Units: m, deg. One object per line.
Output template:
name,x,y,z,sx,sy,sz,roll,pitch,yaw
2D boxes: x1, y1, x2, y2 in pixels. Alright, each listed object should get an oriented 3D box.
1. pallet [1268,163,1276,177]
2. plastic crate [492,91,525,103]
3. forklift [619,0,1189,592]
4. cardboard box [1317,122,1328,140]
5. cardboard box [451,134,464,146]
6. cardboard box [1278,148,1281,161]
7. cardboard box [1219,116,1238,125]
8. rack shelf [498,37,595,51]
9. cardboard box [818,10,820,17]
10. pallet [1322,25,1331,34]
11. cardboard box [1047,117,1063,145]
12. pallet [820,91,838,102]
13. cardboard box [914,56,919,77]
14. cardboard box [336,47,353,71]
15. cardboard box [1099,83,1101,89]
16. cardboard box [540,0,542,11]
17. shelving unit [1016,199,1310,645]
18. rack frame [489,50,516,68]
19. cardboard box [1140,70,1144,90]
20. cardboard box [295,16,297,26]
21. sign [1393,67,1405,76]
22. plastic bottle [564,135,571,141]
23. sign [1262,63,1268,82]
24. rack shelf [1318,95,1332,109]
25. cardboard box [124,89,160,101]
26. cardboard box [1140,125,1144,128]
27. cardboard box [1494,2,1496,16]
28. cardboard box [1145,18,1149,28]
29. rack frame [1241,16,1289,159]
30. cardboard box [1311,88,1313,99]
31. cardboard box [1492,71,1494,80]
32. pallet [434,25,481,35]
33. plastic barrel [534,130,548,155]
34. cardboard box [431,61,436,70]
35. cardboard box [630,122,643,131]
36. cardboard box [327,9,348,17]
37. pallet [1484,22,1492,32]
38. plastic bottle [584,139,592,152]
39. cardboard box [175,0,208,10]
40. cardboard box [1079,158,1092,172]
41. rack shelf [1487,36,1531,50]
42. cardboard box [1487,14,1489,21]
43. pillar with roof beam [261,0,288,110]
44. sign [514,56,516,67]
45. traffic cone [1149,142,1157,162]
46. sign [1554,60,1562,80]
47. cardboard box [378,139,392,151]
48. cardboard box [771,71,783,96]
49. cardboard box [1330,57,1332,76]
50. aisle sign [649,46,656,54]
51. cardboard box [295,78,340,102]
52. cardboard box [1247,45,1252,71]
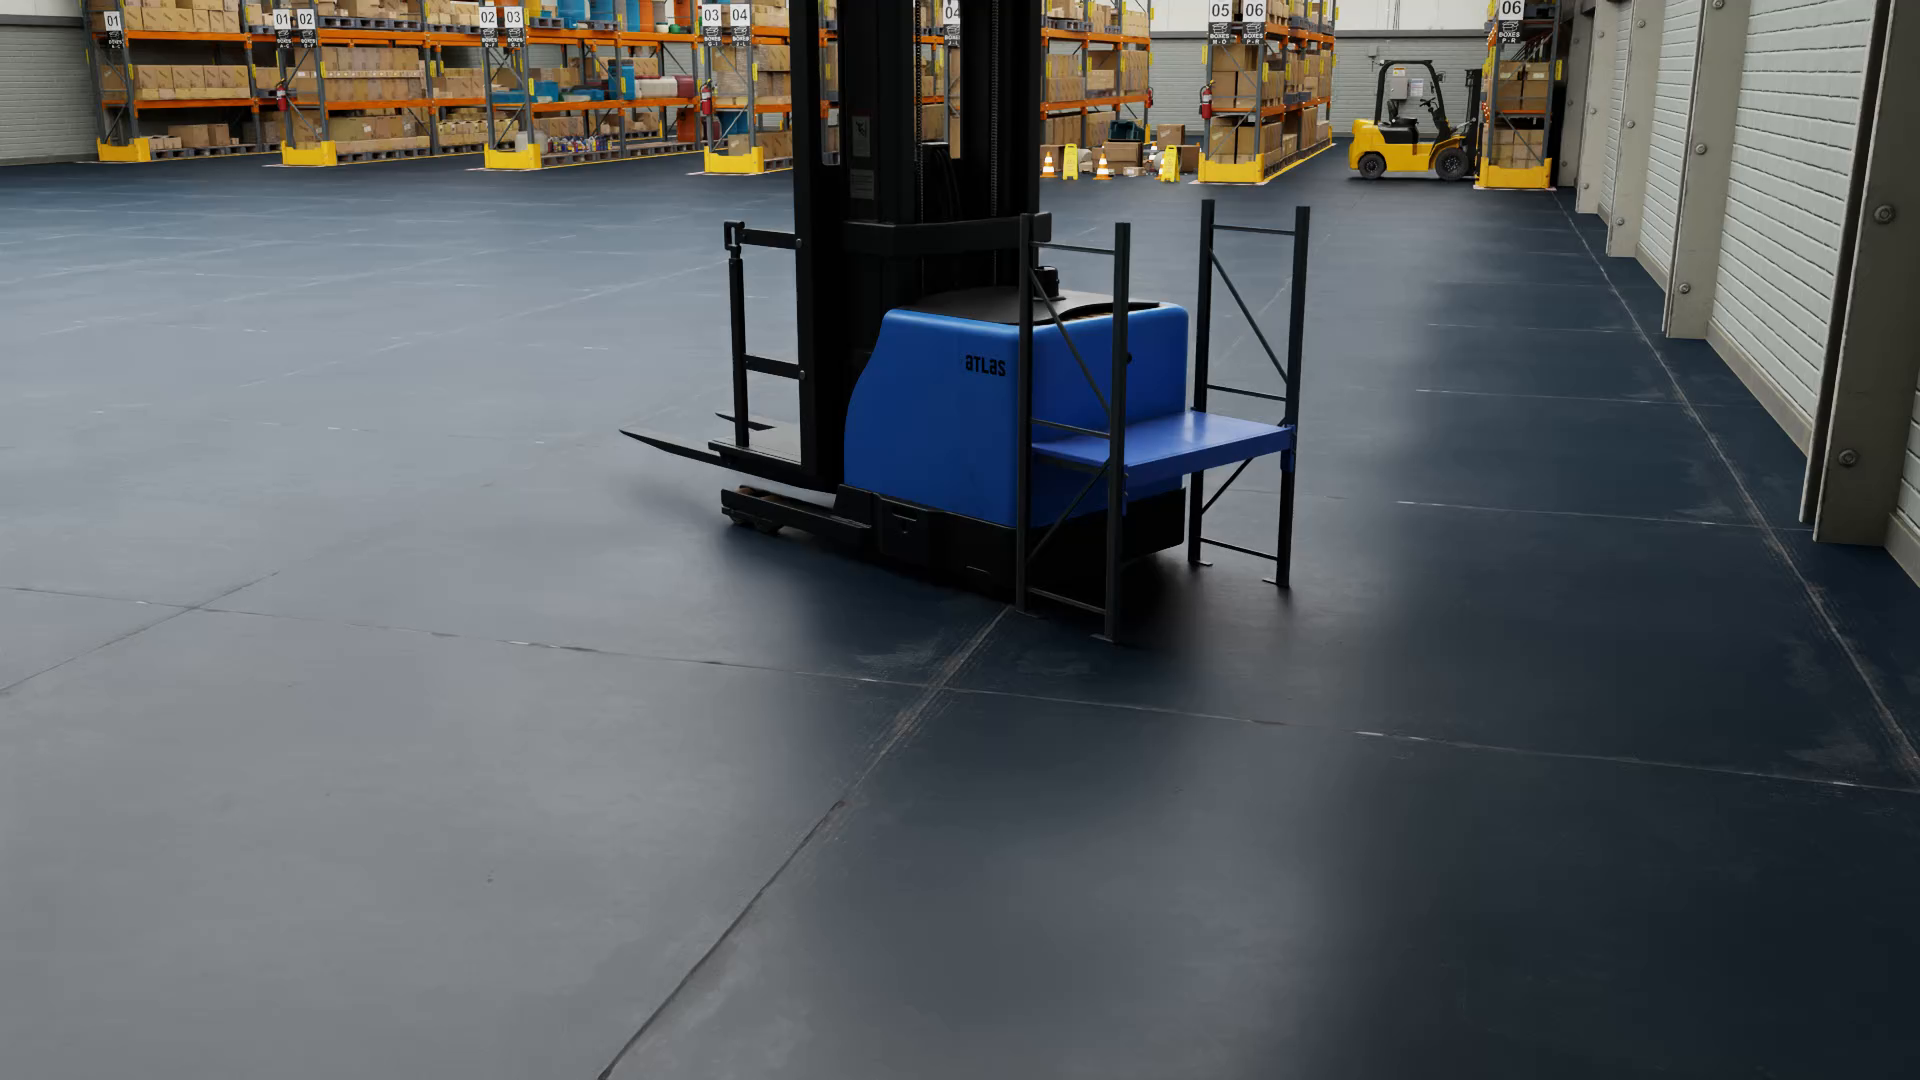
pallet,5.594,-7.233,32.443,1.003,0.211,1.213,5,16,16
plastic crate,-9.436,-9.262,34.758,0.499,0.251,0.616,5,16,16
forklift,-0.444,-1.532,7.360,1.130,2.935,3.031,-15,22,-43
cardboard box,9.162,-10.762,43.699,0.875,0.438,0.875,5,17,17
cardboard box,-12.404,-9.710,40.335,0.500,0.250,0.500,5,17,17
cardboard box,6.185,-7.777,33.520,0.500,0.250,0.500,5,17,18
cardboard box,5.127,-8.044,31.899,0.380,0.149,0.250,5,17,18
rack shelf,-11.198,-13.278,44.465,1.077,0.370,4.000,5,16,16
cardboard box,-3.221,-11.297,35.708,0.380,0.149,0.250,5,17,18
pallet,8.960,-13.098,42.676,1.003,0.211,1.213,5,16,16
cardboard box,1.689,-8.972,36.816,1.050,0.750,0.750,5,16,16
pallet,-3.049,-9.938,37.221,1.003,0.211,1.213,5,16,16
cardboard box,-1.512,-12.119,42.537,0.797,0.503,0.637,5,17,16
cardboard box,-13.735,-10.510,36.324,0.700,0.500,0.500,4,16,14
cardboard box,3.228,-11.075,40.568,0.380,0.149,0.250,4,16,14
cardboard box,-11.346,-14.010,43.714,0.500,0.500,0.500,5,16,16
shelving unit,0.768,-0.491,6.313,1.048,1.500,0.538,-14,21,-41
rack frame,-14.243,-14.133,51.661,1.000,3.000,0.127,5,16,16
cardboard box,4.699,-12.489,45.137,0.500,0.500,0.500,4,16,15
cardboard box,-16.974,-13.211,42.686,0.797,0.503,0.637,7,17,24
sign,13.064,-13.944,49.481,0.339,0.242,0.001,5,16,16
plastic bottle,-8.836,-8.935,37.380,0.144,0.351,0.185,4,16,14
sign,5.479,-8.401,29.865,0.100,0.325,0.005,5,16,16
rack shelf,8.937,-11.343,43.143,1.077,0.370,4.000,5,16,16
cardboard box,-18.347,-9.988,37.284,0.500,0.250,0.500,4,16,14
cardboard box,4.855,-11.383,45.876,0.380,0.149,0.250,4,16,14
cardboard box,11.505,-11.167,34.568,0.700,0.500,0.500,4,16,15
cardboard box,4.844,-14.041,45.198,0.500,0.250,0.500,4,16,14
rack frame,6.096,-9.073,33.821,1.000,3.000,0.127,5,16,16
cardboard box,8.176,-10.693,39.808,0.500,0.250,0.500,4,16,14
cardboard box,9.593,-8.184,29.316,0.380,0.149,0.250,5,17,17
pallet,-12.188,-12.532,40.865,1.003,0.211,1.213,5,17,18
plastic barrel,-9.035,-8.494,35.567,0.421,0.512,0.421,0,16,0
cardboard box,-15.267,-13.507,47.312,0.500,0.250,0.500,5,17,17
cardboard box,-9.710,-12.232,49.189,0.500,0.250,0.500,5,16,16
cardboard box,-13.536,-11.450,36.138,0.380,0.149,0.250,5,16,16
pallet,12.585,-11.698,37.923,1.213,0.211,1.003,5,16,16
plastic bottle,-8.258,-8.759,36.899,0.152,0.276,0.135,5,17,17
cardboard box,-17.820,-12.542,38.501,0.500,0.500,0.500,4,16,14
cardboard box,2.598,-7.523,33.365,0.396,0.266,0.258,8,18,25
rack shelf,13.697,-12.402,41.380,1.077,0.370,4.000,5,16,16
cardboard box,12.424,-12.109,38.534,0.380,0.149,0.250,5,17,17
pillar with roof beam,-13.588,-14.320,41.324,9.100,9.000,0.400,5,16,16
sign,-13.727,-14.759,51.310,0.100,0.325,0.005,5,16,16
traffic cone,4.229,-8.439,36.234,0.336,0.463,0.334,5,16,16
sign,10.249,-8.053,28.491,0.100,0.325,0.005,5,16,16
cardboard box,-13.246,-8.959,37.687,0.500,0.250,0.500,5,16,16
cardboard box,-4.149,-9.396,34.229,0.875,0.500,0.500,5,16,16
cardboard box,9.597,-12.597,44.229,0.500,0.500,0.500,5,17,18
aisle sign,-9.179,-14.995,49.935,0.394,0.787,0.004,5,16,16
cardboard box,-13.894,-9.734,35.966,0.700,0.500,0.500,5,16,16
cardboard box,5.046,-8.981,30.936,0.700,0.500,0.500,5,17,16
